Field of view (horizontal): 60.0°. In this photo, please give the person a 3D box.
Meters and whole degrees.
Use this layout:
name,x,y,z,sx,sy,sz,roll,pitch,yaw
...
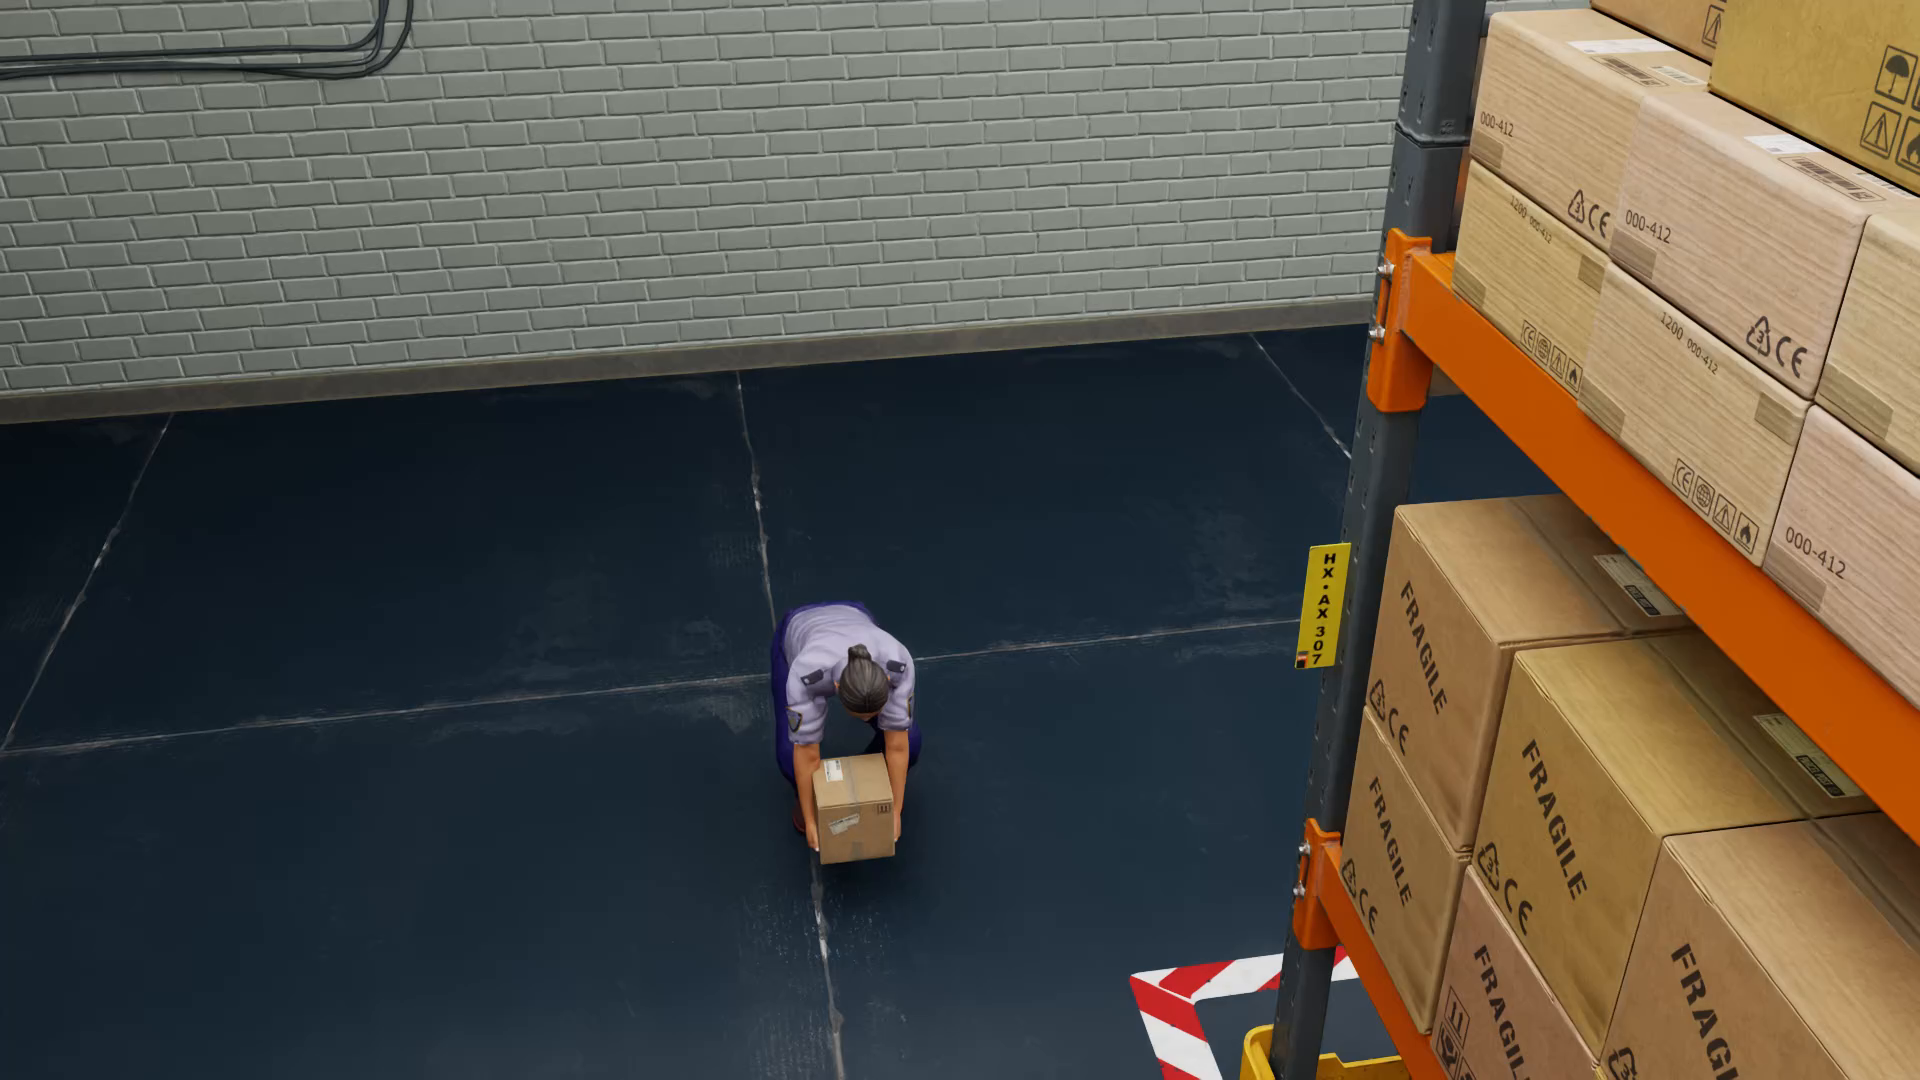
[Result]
name,x,y,z,sx,sy,sz,roll,pitch,yaw
person,-0.396,0.622,5.798,0.514,0.945,0.866,-6,31,-11
